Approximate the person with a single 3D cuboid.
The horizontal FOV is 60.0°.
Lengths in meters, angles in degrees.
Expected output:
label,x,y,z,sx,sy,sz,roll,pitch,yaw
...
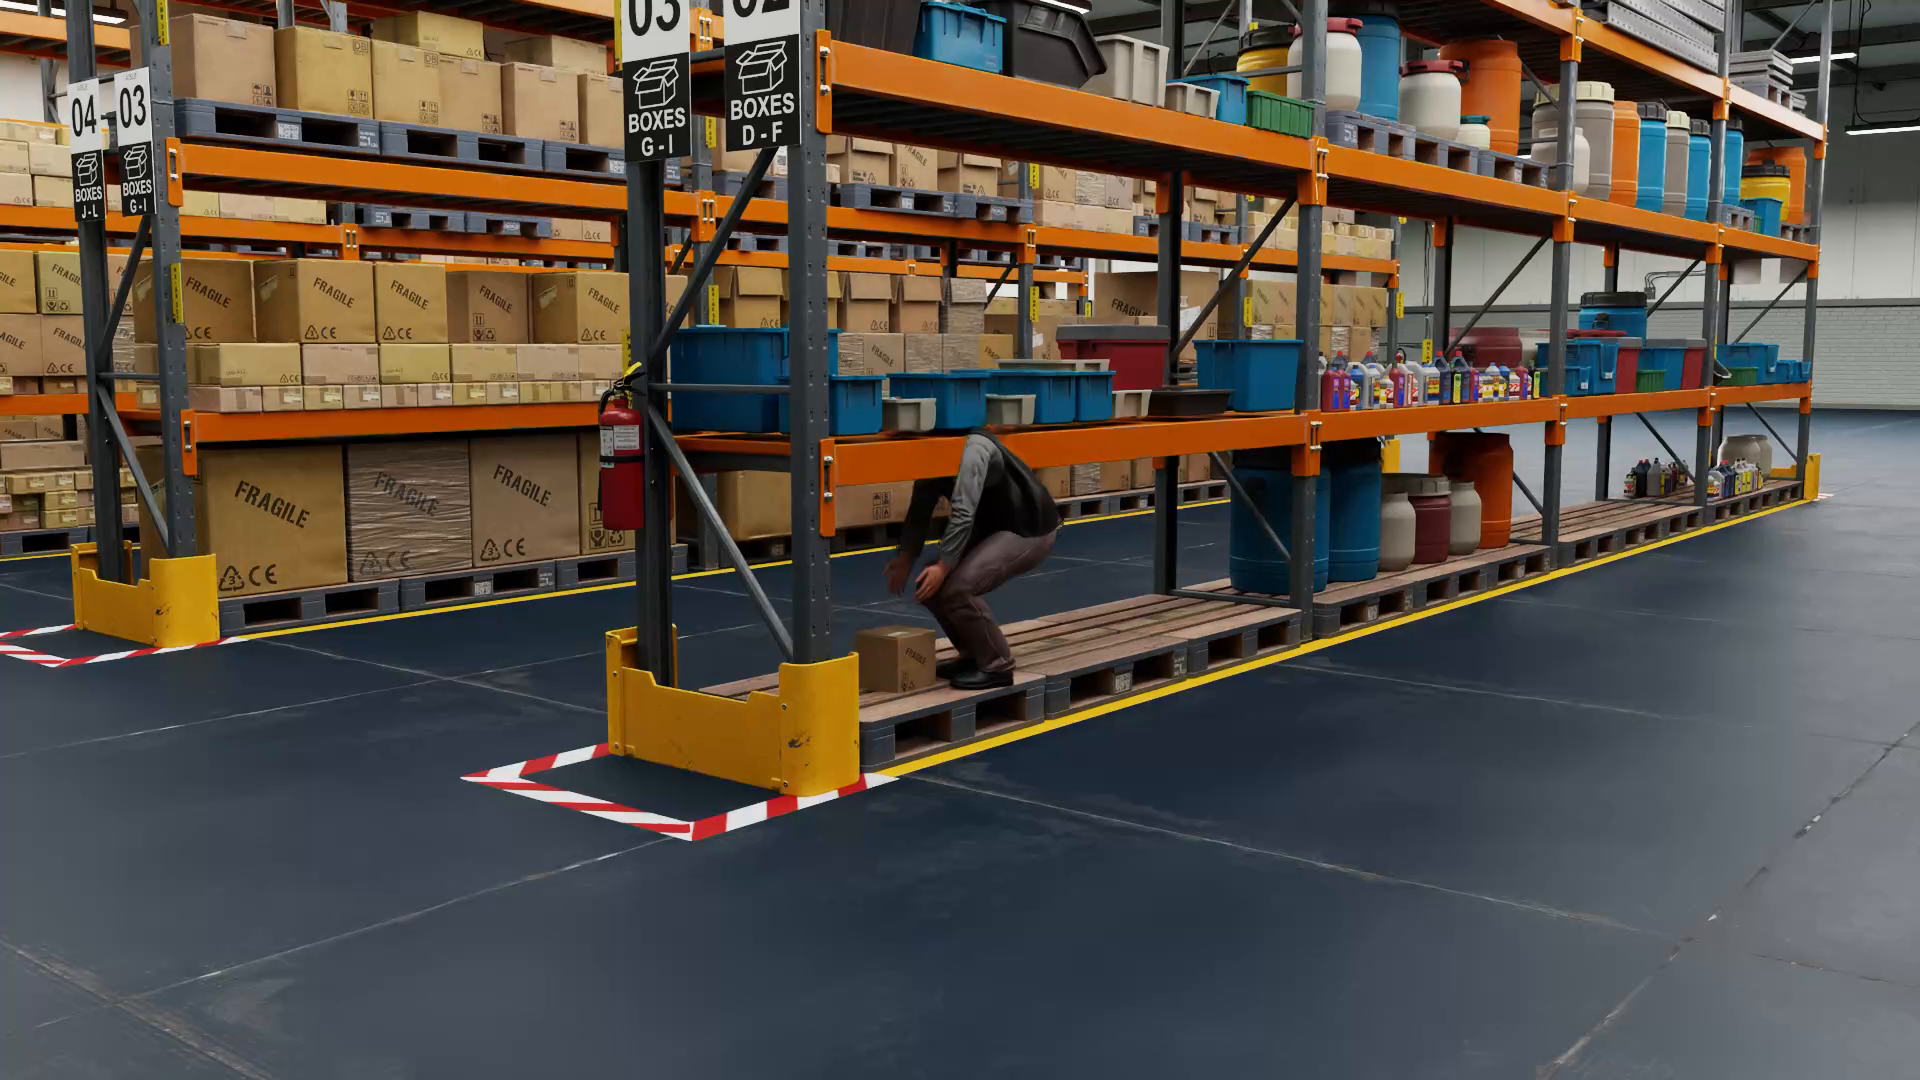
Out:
label,x,y,z,sx,sy,sz,roll,pitch,yaw
person,0.051,0.007,7.222,0.783,1.255,0.584,-2,7,-19
